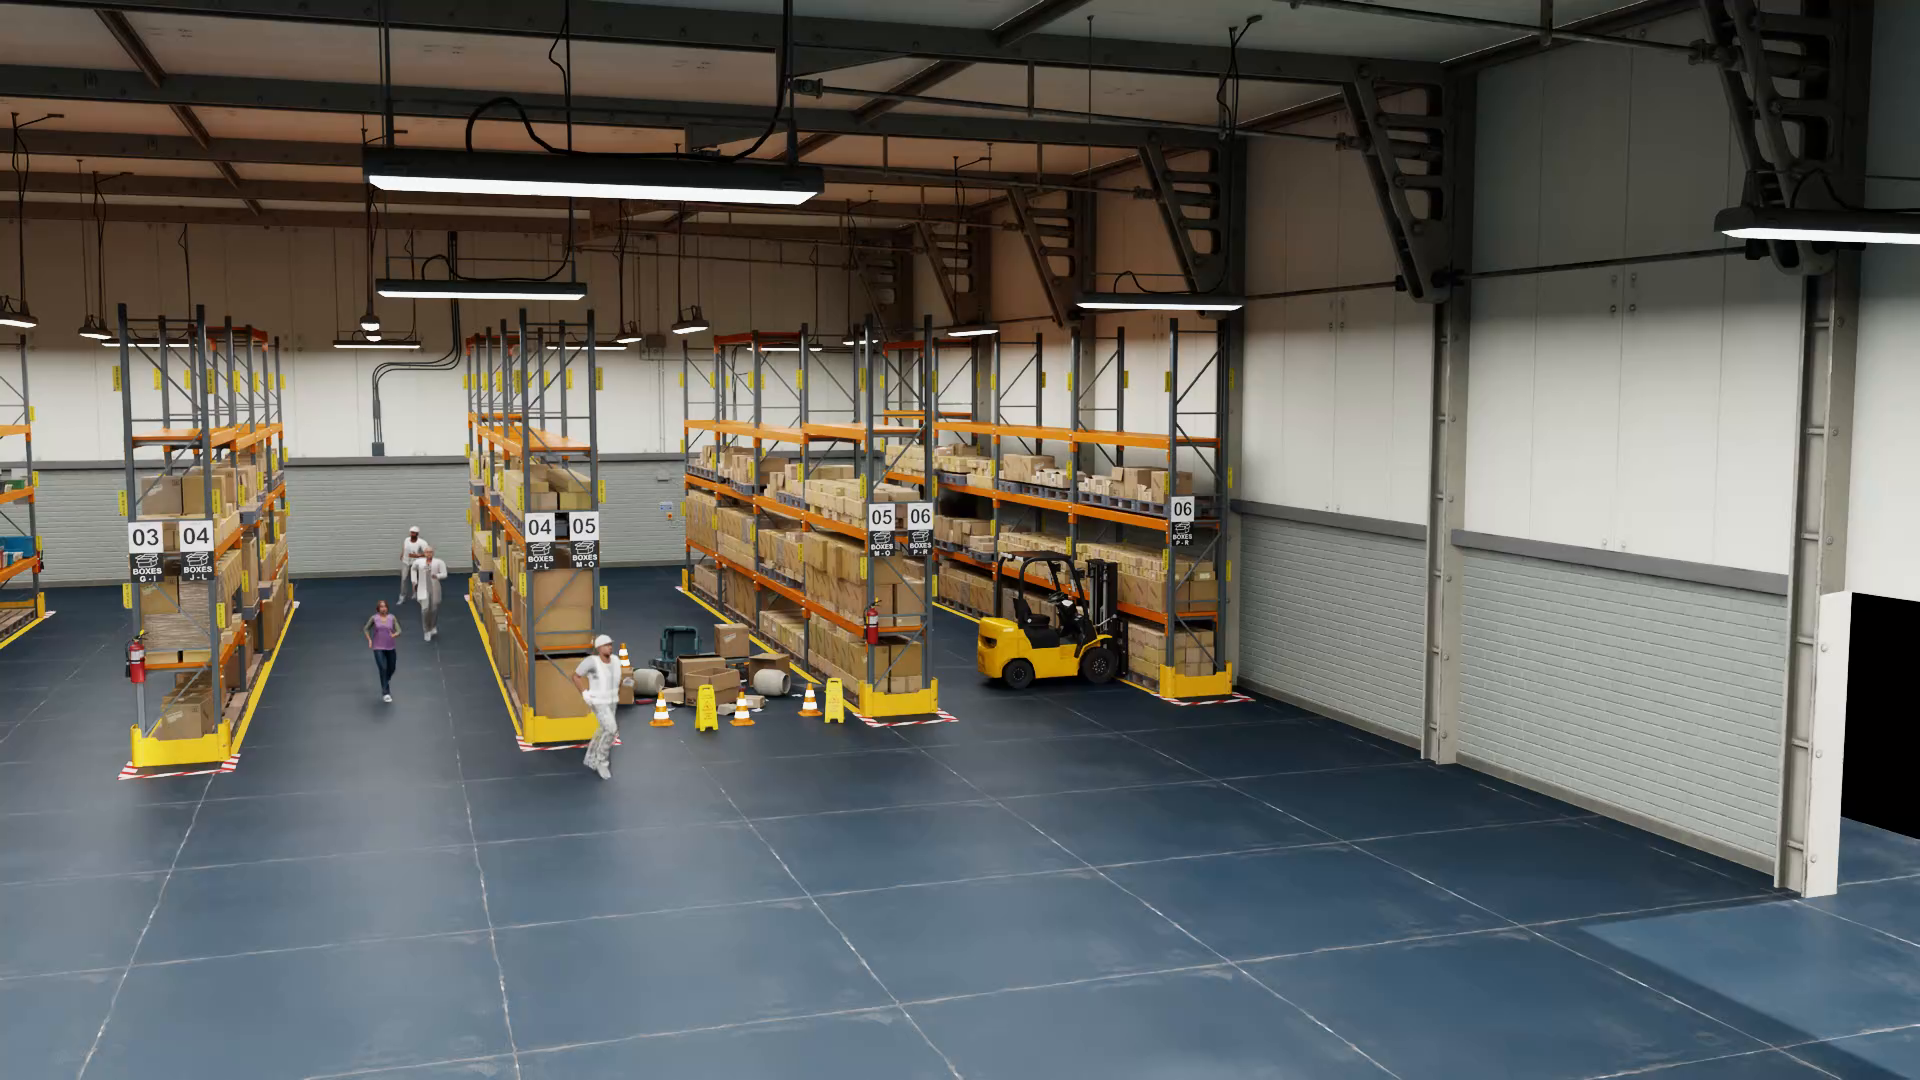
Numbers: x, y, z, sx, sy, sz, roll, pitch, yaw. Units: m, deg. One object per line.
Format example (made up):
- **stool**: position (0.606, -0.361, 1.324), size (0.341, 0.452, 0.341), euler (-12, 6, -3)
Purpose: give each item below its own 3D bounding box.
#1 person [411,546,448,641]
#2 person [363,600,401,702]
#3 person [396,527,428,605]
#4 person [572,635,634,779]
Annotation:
- **person**: position (-10.361, 1.034, 32.504), size (0.666, 1.845, 0.938), euler (-2, 6, -20)
- **person**: position (-9.097, 1.722, 26.243), size (0.547, 1.571, 0.842), euler (-3, 6, -30)
- **person**: position (-12.375, 0.568, 37.740), size (0.726, 1.769, 0.901), euler (1, 5, 9)
- **person**: position (-4.535, 2.115, 21.231), size (0.760, 1.832, 0.655), euler (3, 6, 29)
